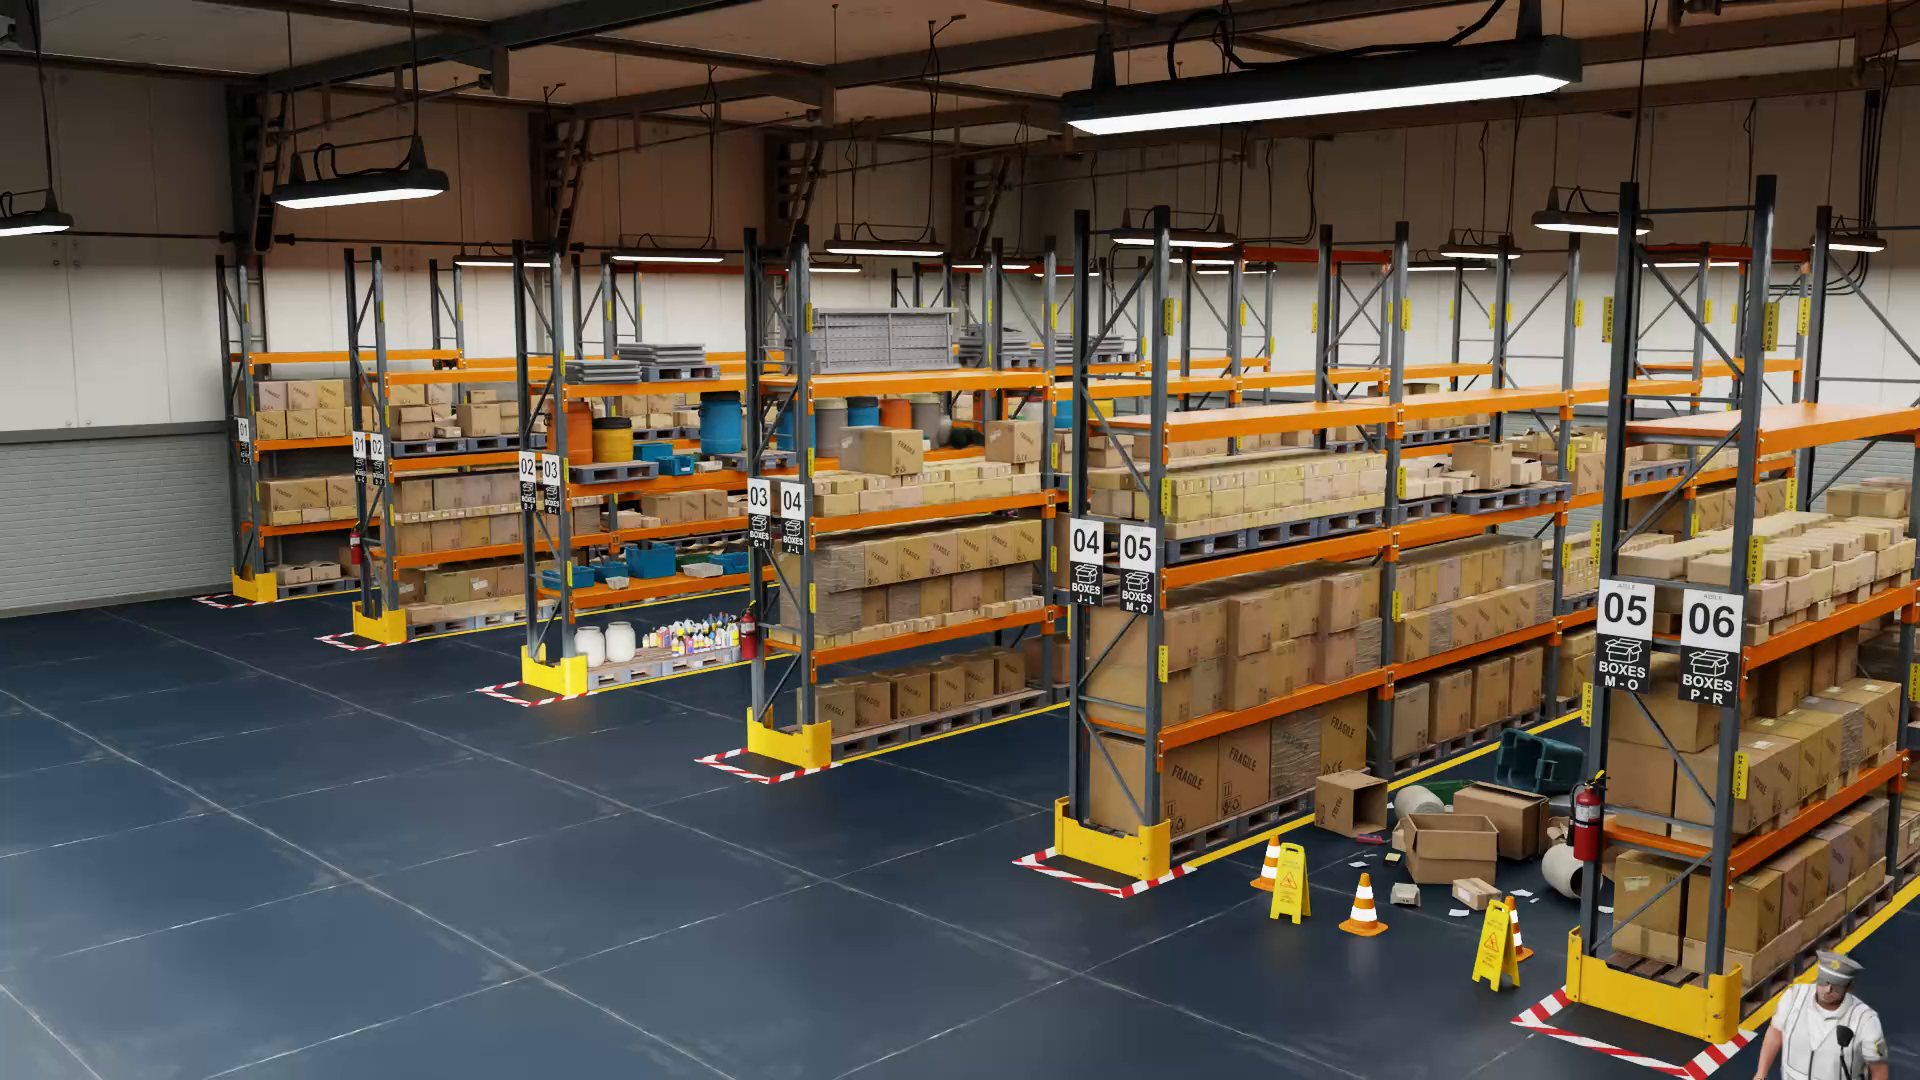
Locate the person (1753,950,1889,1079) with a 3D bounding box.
[{"bbox_3d":[4.805,3.026,9.277,0.698,1.691,0.798,-8,11,-44],"label":"person"}]
